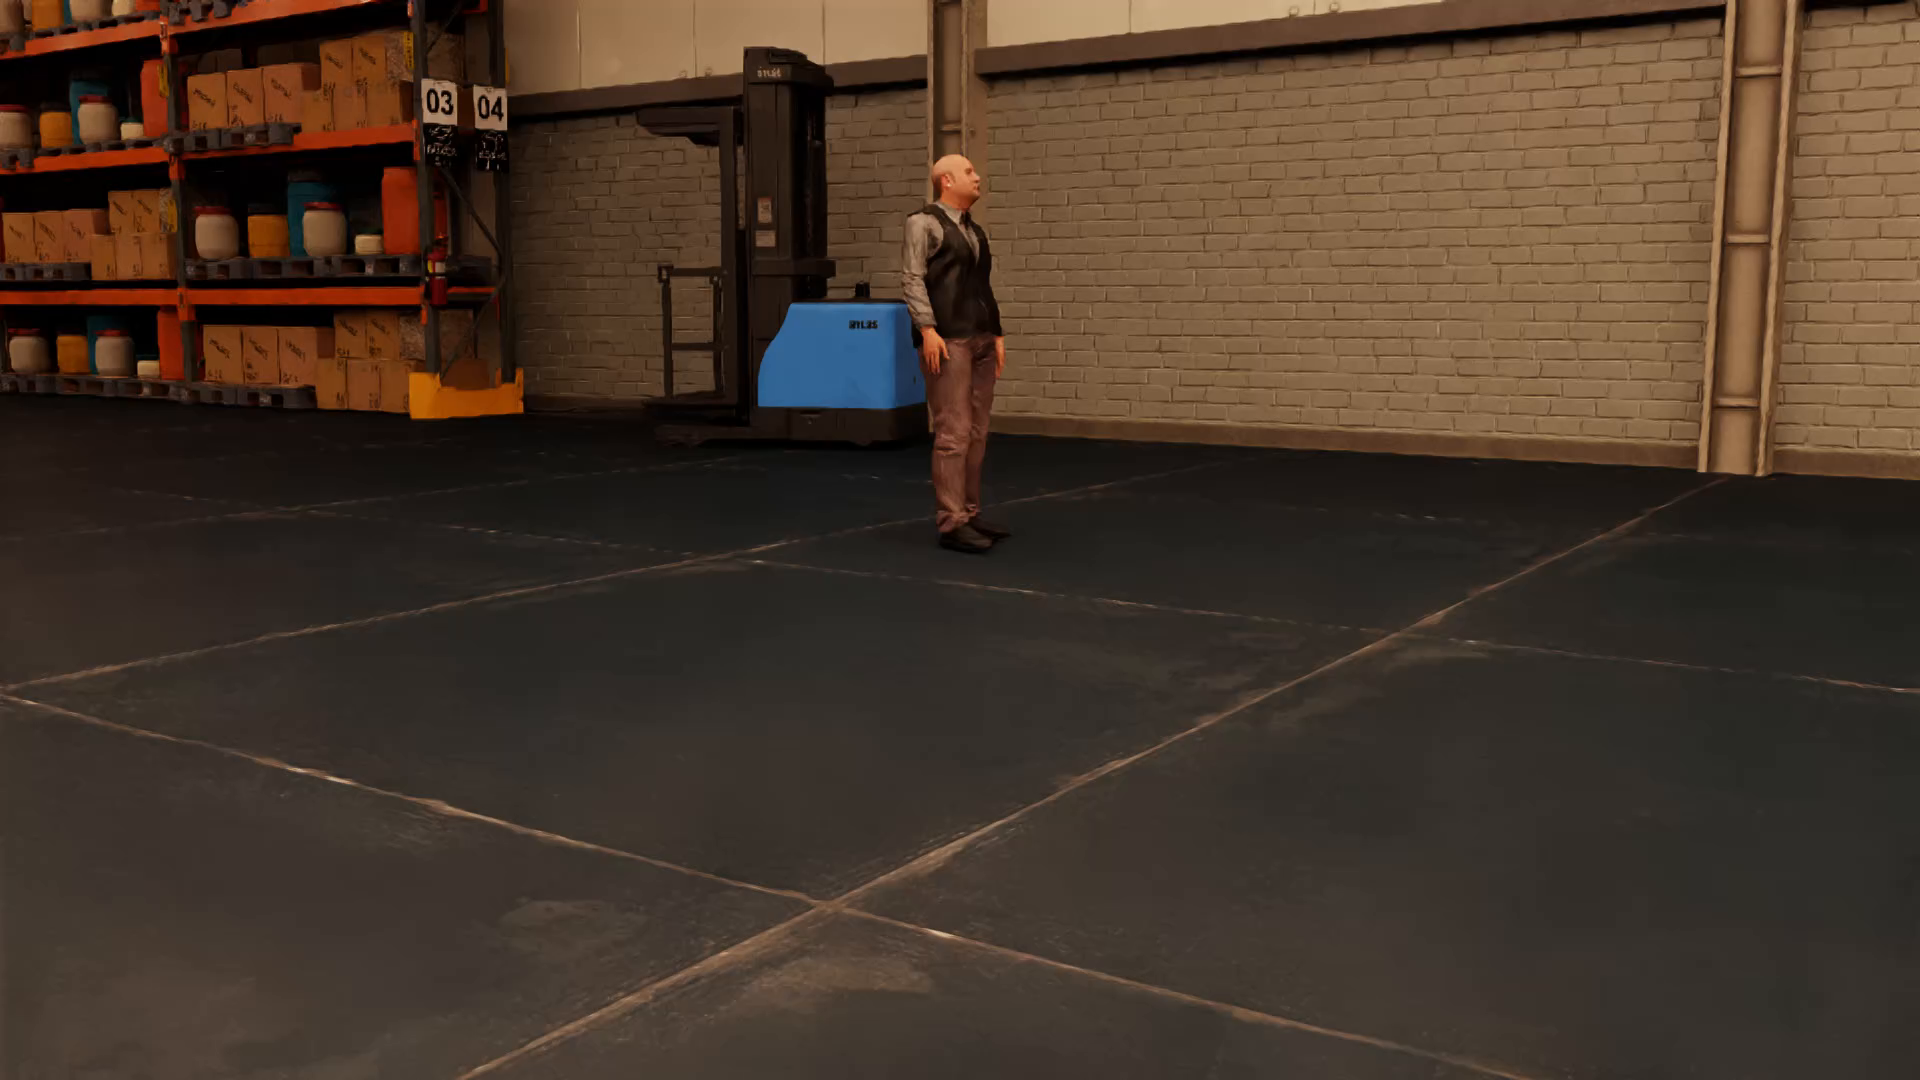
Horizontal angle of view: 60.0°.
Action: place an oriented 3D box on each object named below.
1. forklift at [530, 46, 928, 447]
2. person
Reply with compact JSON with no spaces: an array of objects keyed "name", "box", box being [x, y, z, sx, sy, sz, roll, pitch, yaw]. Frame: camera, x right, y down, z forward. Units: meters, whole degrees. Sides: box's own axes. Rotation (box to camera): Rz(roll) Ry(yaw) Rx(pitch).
[{"name":"forklift","box":[-1.823,-2.223,12.828,3.031,2.935,1.130,2,8,14]},{"name":"person","box":[0.047,-0.854,7.440,0.567,1.720,0.632,5,10,34]}]
